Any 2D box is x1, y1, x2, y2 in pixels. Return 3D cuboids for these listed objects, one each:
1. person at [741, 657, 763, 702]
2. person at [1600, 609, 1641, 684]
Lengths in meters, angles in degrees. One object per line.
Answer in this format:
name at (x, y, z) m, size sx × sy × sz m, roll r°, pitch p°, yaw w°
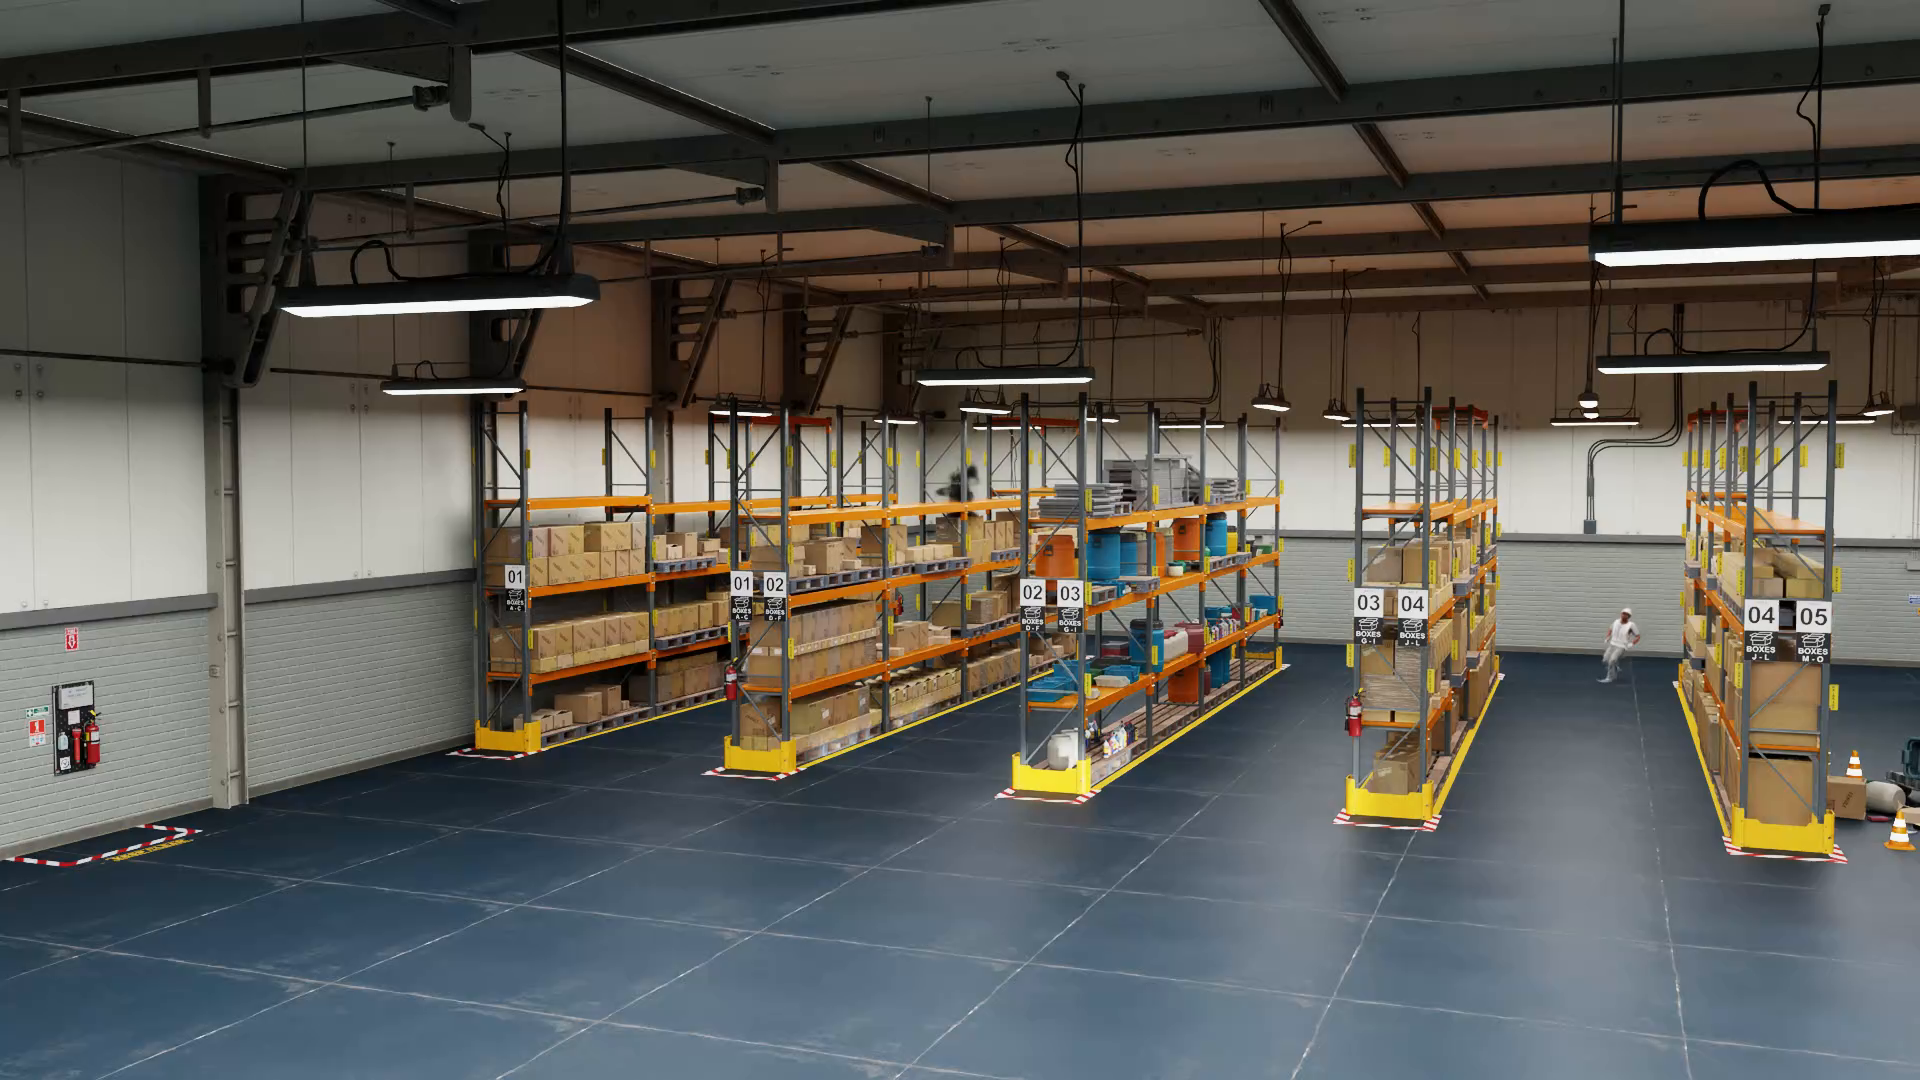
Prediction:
person at (-3.755, 2.666, 30.682) m, size 0.591 × 1.734 × 0.684 m, roll 1°, pitch 3°, yaw 13°
person at (14.609, 2.365, 36.857) m, size 0.641 × 1.694 × 0.754 m, roll -2°, pitch 3°, yaw -29°
